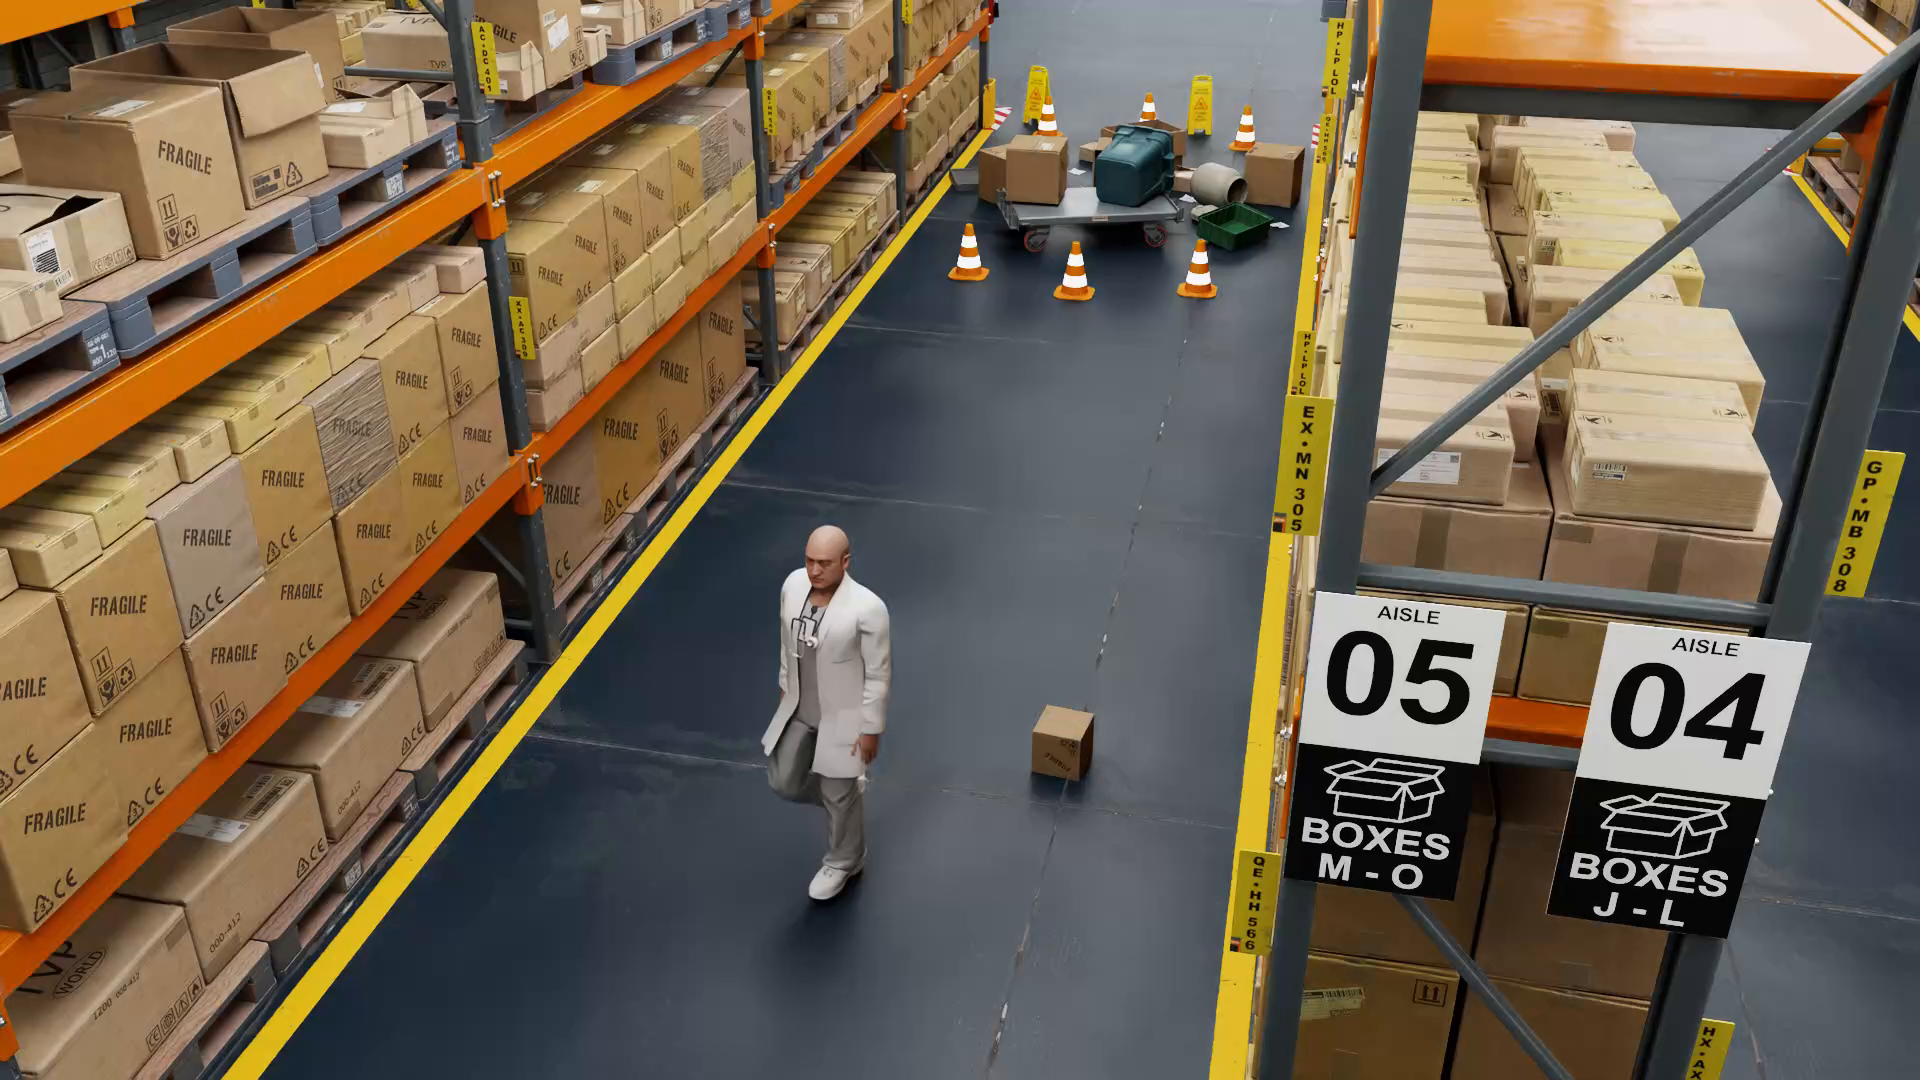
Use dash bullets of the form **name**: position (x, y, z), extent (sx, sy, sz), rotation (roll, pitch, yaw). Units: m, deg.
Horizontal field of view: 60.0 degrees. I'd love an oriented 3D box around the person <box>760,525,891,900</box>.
- **person**: position (-0.553, 0.721, 7.242), extent (0.608, 1.768, 0.577), rotation (17, 33, 28)
